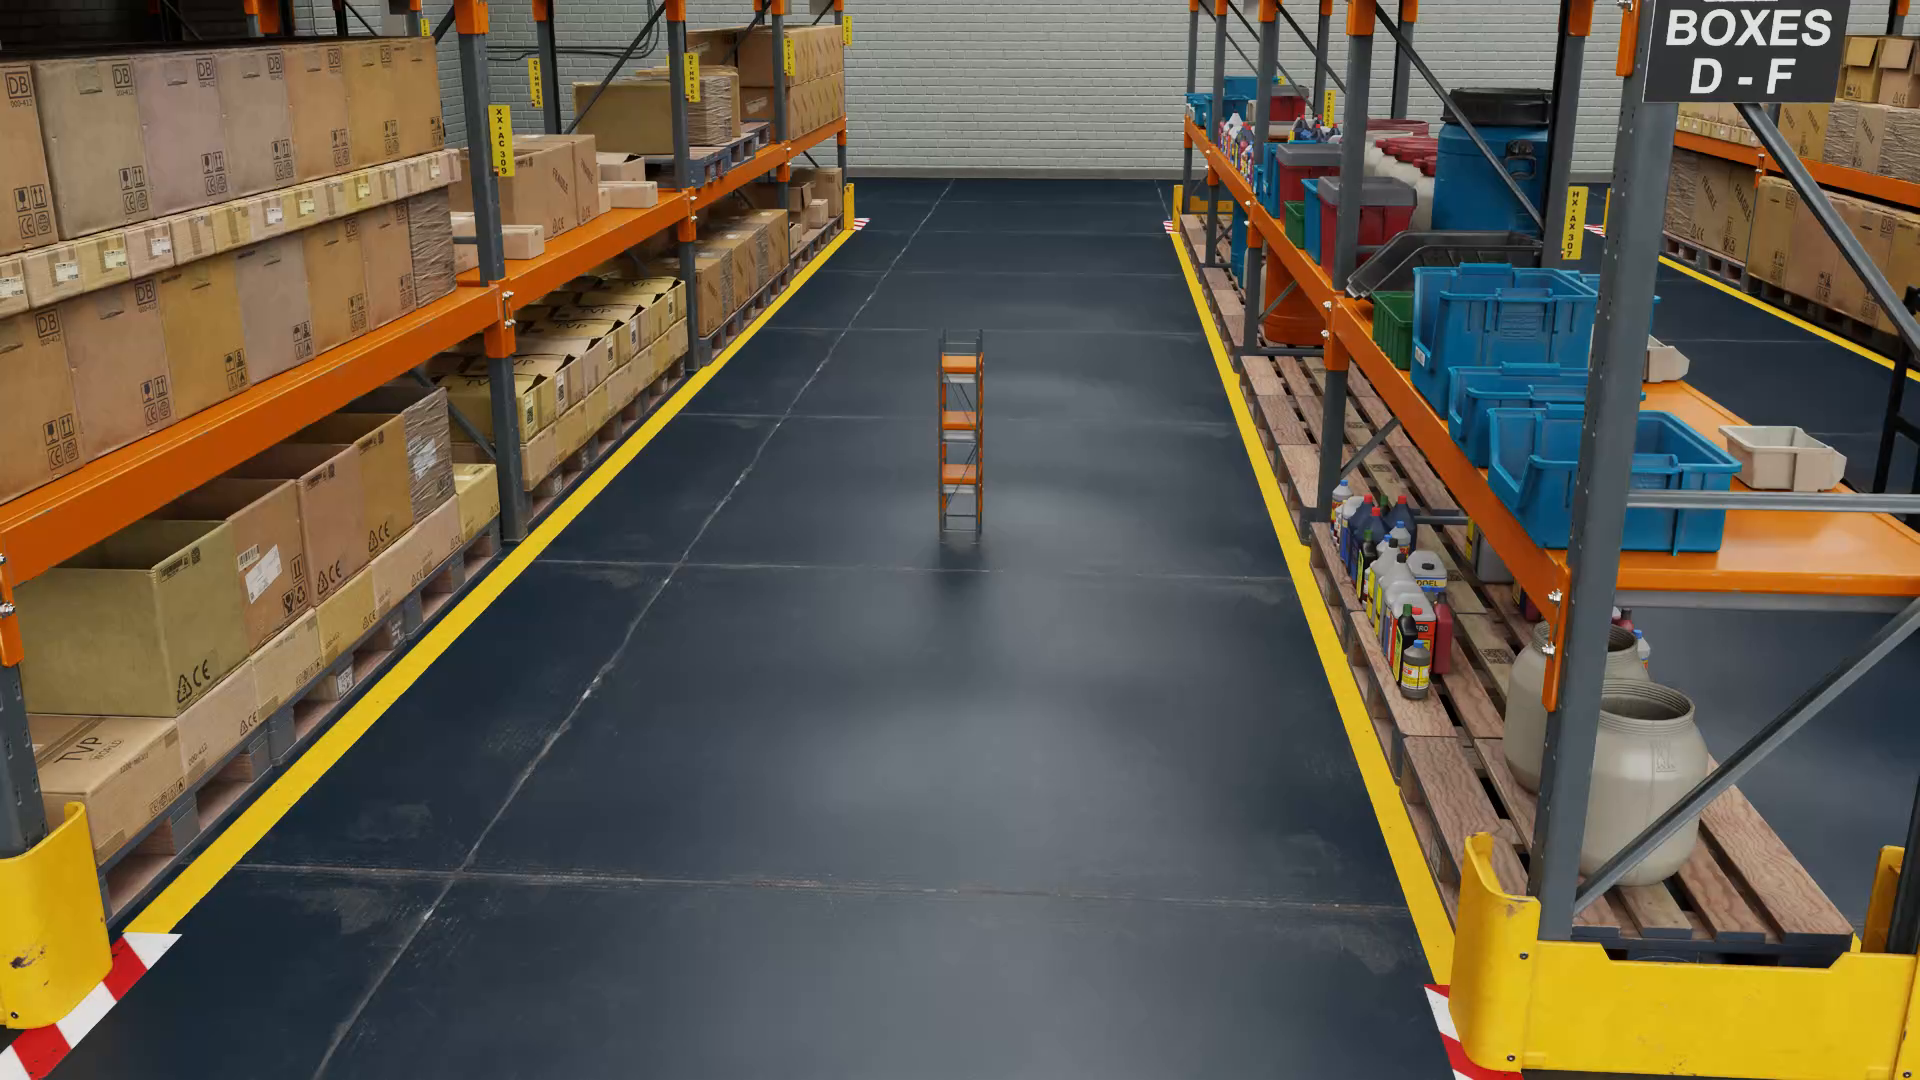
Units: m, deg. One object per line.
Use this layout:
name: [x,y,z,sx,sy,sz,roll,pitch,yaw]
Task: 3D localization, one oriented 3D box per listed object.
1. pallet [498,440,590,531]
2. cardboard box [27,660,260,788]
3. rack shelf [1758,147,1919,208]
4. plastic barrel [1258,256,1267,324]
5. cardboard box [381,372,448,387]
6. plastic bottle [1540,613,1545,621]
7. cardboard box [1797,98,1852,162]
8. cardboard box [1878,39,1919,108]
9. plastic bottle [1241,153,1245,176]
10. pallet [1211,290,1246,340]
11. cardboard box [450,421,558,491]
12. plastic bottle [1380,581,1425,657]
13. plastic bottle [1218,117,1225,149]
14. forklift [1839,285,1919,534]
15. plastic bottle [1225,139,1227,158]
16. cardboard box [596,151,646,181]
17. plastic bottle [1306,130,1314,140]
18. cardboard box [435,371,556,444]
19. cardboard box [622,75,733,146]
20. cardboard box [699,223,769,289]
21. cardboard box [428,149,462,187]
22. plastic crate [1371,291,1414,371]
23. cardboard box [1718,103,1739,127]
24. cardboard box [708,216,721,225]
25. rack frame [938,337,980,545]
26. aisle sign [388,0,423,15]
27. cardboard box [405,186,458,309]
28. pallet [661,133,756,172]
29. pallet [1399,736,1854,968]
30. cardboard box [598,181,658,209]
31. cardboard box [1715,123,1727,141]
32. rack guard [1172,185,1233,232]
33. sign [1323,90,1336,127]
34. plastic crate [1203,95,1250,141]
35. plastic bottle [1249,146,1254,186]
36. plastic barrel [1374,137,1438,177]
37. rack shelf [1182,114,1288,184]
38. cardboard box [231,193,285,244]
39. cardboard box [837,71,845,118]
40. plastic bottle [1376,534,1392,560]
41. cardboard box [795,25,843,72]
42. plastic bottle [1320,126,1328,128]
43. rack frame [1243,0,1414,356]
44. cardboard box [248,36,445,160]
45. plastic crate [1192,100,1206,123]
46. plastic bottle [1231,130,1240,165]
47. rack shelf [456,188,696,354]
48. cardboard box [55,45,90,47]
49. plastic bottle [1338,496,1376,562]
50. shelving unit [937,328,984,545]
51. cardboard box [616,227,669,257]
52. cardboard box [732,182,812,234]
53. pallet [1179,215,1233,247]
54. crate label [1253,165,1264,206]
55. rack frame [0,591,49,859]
pallet: [-2.690,-0.340,9.121,1.003,0.211,1.213,1,18,4]
cardboard box: [-2.698,0.597,5.524,0.500,0.250,0.500,1,18,4]
rack shelf: [7.607,-2.734,13.106,1.077,0.370,4.000,1,18,4]
plastic barrel: [2.493,-1.913,12.764,0.421,0.512,0.421,0,18,0]
cardboard box: [-2.961,-0.727,8.664,0.500,0.311,0.500,1,18,4]
plastic bottle: [2.425,0.179,6.728,0.152,0.276,0.135,2,18,5]
cardboard box: [7.433,-3.451,13.979,0.500,0.500,0.500,1,18,4]
cardboard box: [7.623,-3.617,12.872,0.797,0.503,0.637,2,18,6]
plastic bottle: [2.212,-2.895,12.760,0.097,0.201,0.097,0,18,0]
pallet: [2.628,-1.864,13.773,1.003,0.211,1.213,1,18,4]
cardboard box: [-2.428,-0.448,8.714,0.500,0.250,0.500,1,18,3]
plastic bottle: [1.699,0.303,6.348,0.152,0.276,0.135,1,18,2]
plastic bottle: [2.358,-3.648,14.927,0.061,0.283,0.133,1,18,4]
forklift: [4.792,-1.144,7.208,1.130,2.935,3.031,3,18,8]
plastic bottle: [2.321,-3.369,14.206,0.097,0.201,0.097,0,18,0]
cardboard box: [-2.487,-2.523,11.449,0.500,0.311,0.500,2,18,7]
plastic bottle: [2.890,-3.230,13.671,0.097,0.271,0.097,0,18,0]
cardboard box: [-2.426,-0.717,8.636,0.500,0.311,0.500,1,18,4]
cardboard box: [-2.228,-3.402,13.154,0.700,0.500,0.500,5,19,14]
cardboard box: [-1.960,-2.472,14.458,0.500,0.500,0.500,2,18,5]
cardboard box: [-2.510,-1.702,7.597,0.380,0.149,0.250,1,18,4]
plastic crate: [1.858,-0.807,6.410,0.450,0.188,0.662,1,18,4]
cardboard box: [7.555,-4.071,15.794,0.500,0.250,0.500,2,18,6]
cardboard box: [-2.435,-2.630,14.941,0.500,0.500,0.500,2,18,5]
rack frame: [-0.005,-0.478,8.195,0.200,1.050,0.008,1,18,4]
aisle sign: [-6.480,-6.522,19.336,0.394,0.787,0.004,1,18,4]
cardboard box: [-2.729,-1.345,7.549,0.700,0.500,0.500,1,18,2]
pallet: [-2.282,-3.190,13.650,1.003,0.211,1.213,1,18,4]
pallet: [1.972,0.967,5.132,1.003,0.211,1.213,1,18,4]
cardboard box: [-2.206,-2.273,10.945,0.380,0.149,0.250,1,18,4]
cardboard box: [7.500,-3.920,15.971,0.380,0.149,0.250,2,18,5]
rack guard: [3.085,-3.870,19.431,1.175,0.500,0.348,1,18,4]
sign: [3.358,-3.927,15.145,0.100,0.325,0.005,1,18,4]
plastic crate: [2.503,-3.982,15.686,0.392,0.384,0.575,1,18,4]
plastic bottle: [2.143,-2.717,12.085,0.061,0.283,0.133,1,18,4]
plastic barrel: [2.607,-2.042,9.621,0.433,0.535,0.433,0,18,0]
rack shelf: [2.953,-4.087,17.235,1.077,0.370,4.000,1,18,4]
cardboard box: [-2.637,-1.143,5.892,0.380,0.149,0.250,1,18,4]
cardboard box: [-1.604,-5.064,18.901,0.500,0.500,0.500,2,18,6]
plastic bottle: [1.778,0.111,6.943,0.097,0.271,0.097,0,18,0]
cardboard box: [-1.601,-5.540,18.748,0.500,0.500,0.500,1,18,3]
plastic bottle: [3.042,-3.349,14.027,0.152,0.276,0.135,1,18,4]
rack frame: [2.523,-2.566,11.436,1.000,3.000,0.127,1,18,4]
cardboard box: [-2.729,-1.961,7.347,0.700,0.500,0.500,1,18,4]
plastic crate: [2.656,-4.521,17.576,0.416,0.233,0.300,1,18,4]
plastic bottle: [2.278,-3.217,13.629,0.097,0.271,0.097,0,18,0]
rack shelf: [-2.561,-1.714,9.993,1.077,0.370,4.000,1,18,4]
cardboard box: [-7.426,-4.128,14.330,0.500,0.250,0.500,1,18,2]
plastic bottle: [1.780,-0.048,7.420,0.152,0.276,0.135,2,18,6]
shelving unit: [0.004,-0.516,8.310,0.215,1.050,0.252,1,18,4]
cardboard box: [-2.584,-2.368,12.937,0.500,0.250,0.500,2,18,6]
cardboard box: [-2.001,-3.526,17.669,0.797,0.503,0.637,1,18,4]
pallet: [2.999,-3.470,18.674,1.003,0.211,1.213,1,18,4]
crate label: [2.119,-2.364,11.088,0.303,0.233,0.416,1,18,4]
rack frame: [-2.991,-0.193,4.194,1.000,3.000,0.127,1,18,4]
